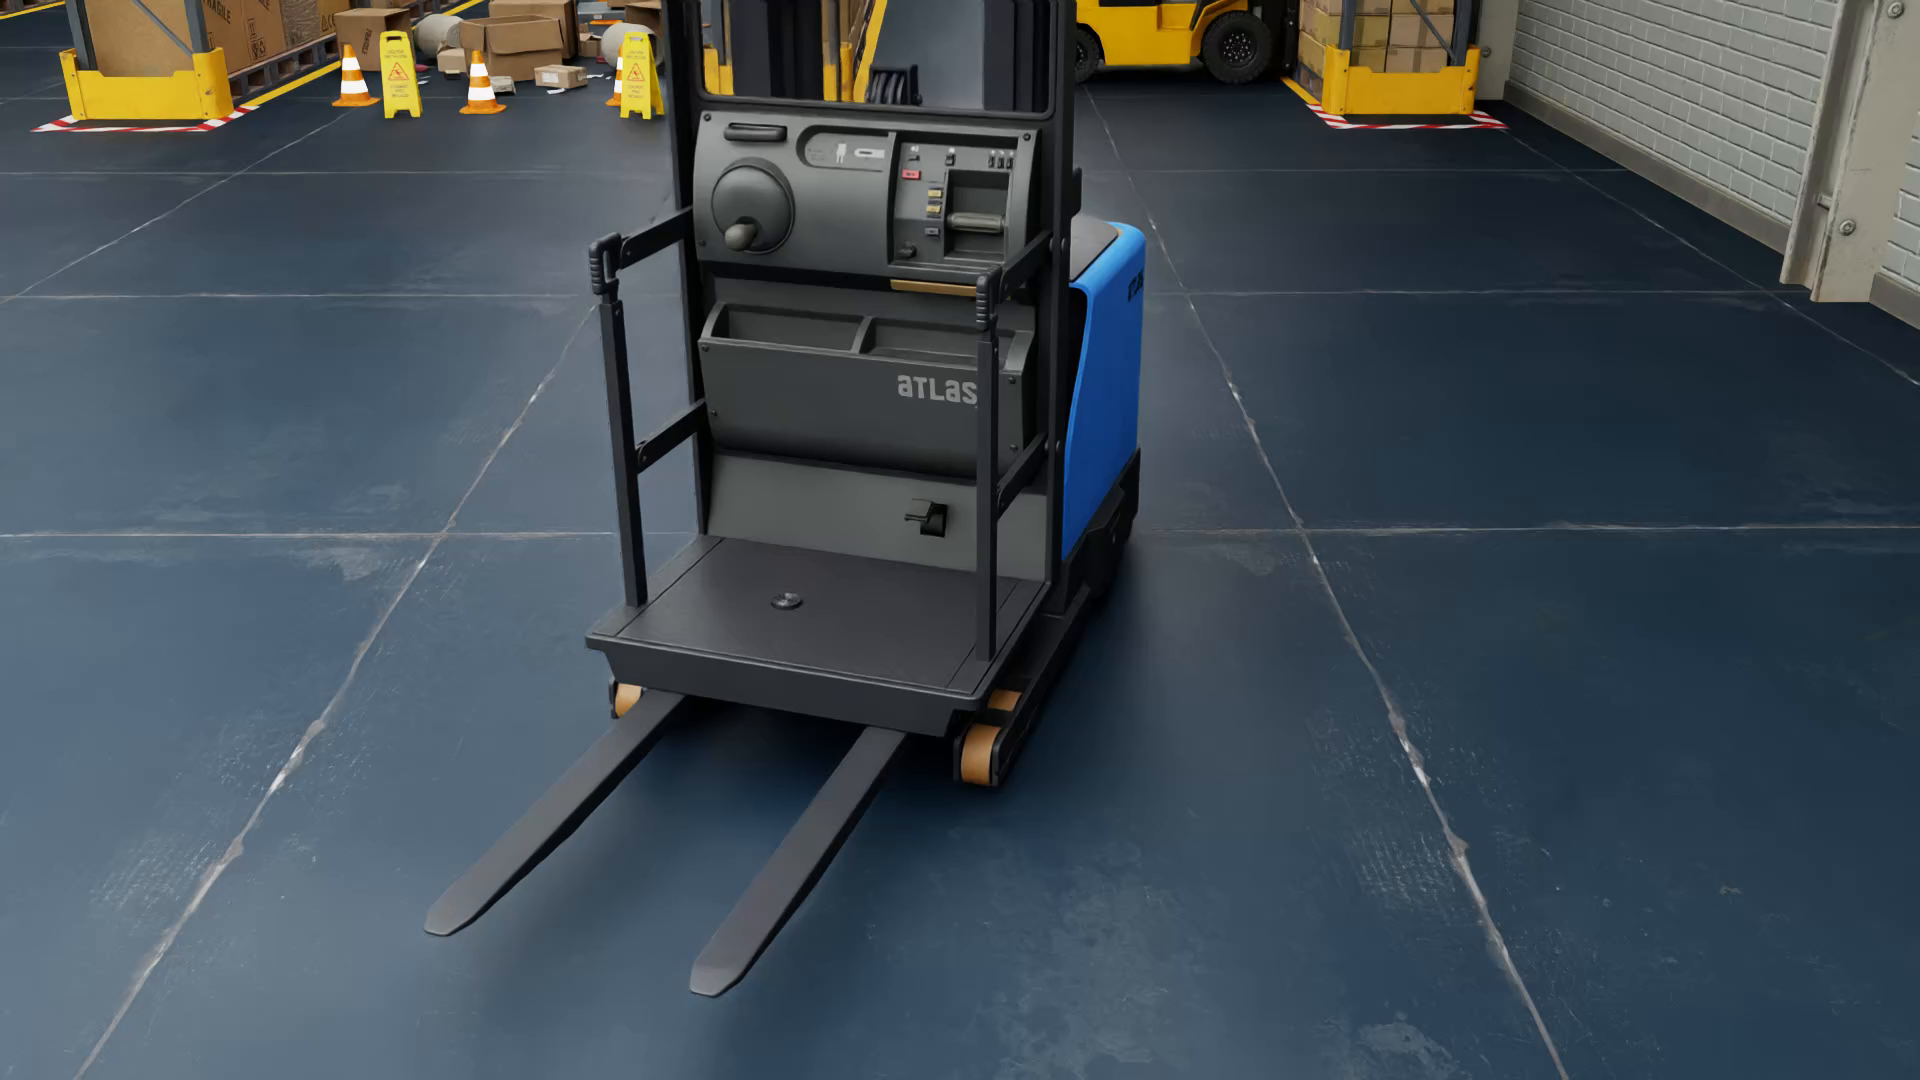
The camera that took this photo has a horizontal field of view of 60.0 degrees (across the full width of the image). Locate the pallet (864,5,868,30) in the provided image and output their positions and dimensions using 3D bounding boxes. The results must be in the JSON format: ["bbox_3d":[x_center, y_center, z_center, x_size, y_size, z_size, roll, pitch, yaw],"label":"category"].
[{"bbox_3d":[-1.500,-5.509,17.675,1.003,0.211,1.213,0,24,-1],"label":"pallet"}]

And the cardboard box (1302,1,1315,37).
[{"bbox_3d":[3.204,-4.407,14.074,0.500,0.250,0.500,0,24,-1],"label":"cardboard box"}]

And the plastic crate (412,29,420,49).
[{"bbox_3d":[-5.127,-5.074,16.672,0.450,0.188,0.662,3,22,31],"label":"plastic crate"}]

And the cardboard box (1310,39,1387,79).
[{"bbox_3d":[3.196,-3.965,13.705,0.500,0.250,0.500,0,24,0],"label":"cardboard box"}]

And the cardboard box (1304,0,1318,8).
[{"bbox_3d":[3.188,-4.627,13.955,0.500,0.250,0.500,0,24,0],"label":"cardboard box"}]

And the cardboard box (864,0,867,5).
[{"bbox_3d":[-1.510,-5.965,17.979,0.950,0.372,0.625,1,24,3],"label":"cardboard box"}]

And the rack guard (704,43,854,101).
[{"bbox_3d":[-1.447,-3.703,13.331,1.175,0.500,0.348,0,24,-1],"label":"rack guard"}]

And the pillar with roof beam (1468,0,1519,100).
[{"bbox_3d":[0.106,-7.840,12.164,9.100,9.000,0.400,0,24,-1],"label":"pillar with roof beam"}]

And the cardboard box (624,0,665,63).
[{"bbox_3d":[-2.839,-4.874,15.916,0.500,0.500,0.500,19,30,35],"label":"cardboard box"}]

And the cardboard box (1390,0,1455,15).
[{"bbox_3d":[3.701,-4.428,13.513,0.500,0.250,0.500,-1,24,-1],"label":"cardboard box"}]

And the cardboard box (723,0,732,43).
[{"bbox_3d":[-1.716,-4.420,13.800,0.500,0.500,0.500,0,24,0],"label":"cardboard box"}]

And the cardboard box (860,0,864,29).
[{"bbox_3d":[-1.215,-5.155,16.335,0.500,0.250,0.500,1,24,2],"label":"cardboard box"}]

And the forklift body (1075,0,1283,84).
[{"bbox_3d":[1.672,-5.221,14.684,2.313,2.155,1.214,0,24,-1],"label":"forklift body"}]

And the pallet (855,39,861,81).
[{"bbox_3d":[-1.431,-4.408,15.240,1.003,0.211,1.213,0,24,-1],"label":"pallet"}]

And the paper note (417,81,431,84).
[{"bbox_3d":[-4.714,-4.030,14.625,0.144,0.017,0.142,8,26,18],"label":"paper note"}]

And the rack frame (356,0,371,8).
[{"bbox_3d":[-6.439,-6.395,16.250,1.000,3.000,0.127,0,24,-1],"label":"rack frame"}]

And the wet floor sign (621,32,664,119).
[{"bbox_3d":[-2.514,-3.655,13.048,0.267,0.644,0.232,8,26,18],"label":"wet floor sign"}]

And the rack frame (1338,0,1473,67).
[{"bbox_3d":[3.517,-4.835,12.800,1.000,3.000,0.127,0,24,-1],"label":"rack frame"}]

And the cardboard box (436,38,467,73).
[{"bbox_3d":[-4.578,-4.449,15.266,0.396,0.266,0.258,4,25,9],"label":"cardboard box"}]

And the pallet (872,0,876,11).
[{"bbox_3d":[-1.527,-6.515,19.898,1.003,0.211,1.213,0,24,-1],"label":"pallet"}]

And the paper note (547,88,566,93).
[{"bbox_3d":[-3.447,-3.839,14.200,0.148,0.019,0.142,-9,26,-19],"label":"paper note"}]

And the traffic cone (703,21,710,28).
[{"bbox_3d":[-2.904,-5.808,18.030,0.336,0.463,0.334,0,24,-1],"label":"traffic cone"}]

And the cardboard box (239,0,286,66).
[{"bbox_3d":[-6.480,-4.612,14.376,0.875,0.875,0.875,-1,24,-1],"label":"cardboard box"}]

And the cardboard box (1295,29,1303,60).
[{"bbox_3d":[3.203,-4.376,14.614,0.500,0.250,0.500,0,24,0],"label":"cardboard box"}]

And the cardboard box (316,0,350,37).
[{"bbox_3d":[-6.502,-5.359,16.027,0.875,0.875,0.875,0,24,0],"label":"cardboard box"}]

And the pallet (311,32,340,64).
[{"bbox_3d":[-6.509,-4.811,16.131,1.003,0.211,1.213,0,24,-1],"label":"pallet"}]

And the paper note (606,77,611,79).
[{"bbox_3d":[-3.145,-4.142,14.895,0.032,0.001,0.123,0,24,-1],"label":"paper note"}]

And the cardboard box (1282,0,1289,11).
[{"bbox_3d":[3.176,-4.826,15.000,0.500,0.250,0.500,0,24,-1],"label":"cardboard box"}]

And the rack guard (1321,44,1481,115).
[{"bbox_3d":[3.517,-3.686,13.293,1.175,0.500,0.348,0,24,-1],"label":"rack guard"}]

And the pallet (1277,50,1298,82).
[{"bbox_3d":[3.456,-4.381,15.179,1.003,0.211,1.213,0,24,-1],"label":"pallet"}]

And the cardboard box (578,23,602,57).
[{"bbox_3d":[-3.627,-4.868,16.191,0.258,0.266,0.396,-19,31,-36],"label":"cardboard box"}]

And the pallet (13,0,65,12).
[{"bbox_3d":[-11.436,-6.470,19.800,1.003,0.211,1.213,0,24,-1],"label":"pallet"}]

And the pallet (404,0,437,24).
[{"bbox_3d":[-6.539,-5.946,18.641,1.003,0.211,1.213,0,24,-1],"label":"pallet"}]

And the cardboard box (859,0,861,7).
[{"bbox_3d":[-1.208,-5.287,15.717,0.500,0.500,0.500,0,24,0],"label":"cardboard box"}]

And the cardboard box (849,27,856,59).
[{"bbox_3d":[-1.177,-4.293,14.430,0.500,0.250,0.500,1,24,1],"label":"cardboard box"}]

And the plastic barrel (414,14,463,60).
[{"bbox_3d":[-4.893,-4.761,15.762,0.512,0.421,0.421,19,30,35],"label":"plastic barrel"}]

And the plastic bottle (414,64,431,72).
[{"bbox_3d":[-4.996,-4.321,15.229,0.283,0.061,0.133,-9,26,-19],"label":"plastic bottle"}]

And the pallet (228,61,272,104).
[{"bbox_3d":[-6.482,-3.805,13.908,1.003,0.211,1.213,0,24,-1],"label":"pallet"}]

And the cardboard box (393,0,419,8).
[{"bbox_3d":[-6.542,-6.214,18.071,1.050,0.750,0.750,0,24,-1],"label":"cardboard box"}]

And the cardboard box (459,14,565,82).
[{"bbox_3d":[-3.997,-4.386,14.836,0.797,0.503,0.637,-19,31,-36],"label":"cardboard box"}]

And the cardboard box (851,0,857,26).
[{"bbox_3d":[-1.187,-4.857,14.765,0.500,0.500,0.500,0,24,0],"label":"cardboard box"}]

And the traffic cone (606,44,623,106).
[{"bbox_3d":[-2.741,-3.826,13.649,0.336,0.463,0.334,0,24,-1],"label":"traffic cone"}]

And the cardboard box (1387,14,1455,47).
[{"bbox_3d":[3.719,-4.196,13.607,0.500,0.250,0.500,0,24,0],"label":"cardboard box"}]

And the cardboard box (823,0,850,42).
[{"bbox_3d":[-1.180,-4.434,13.832,0.500,0.500,0.500,-1,24,-2],"label":"cardboard box"}]

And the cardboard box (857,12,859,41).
[{"bbox_3d":[-1.198,-4.726,15.387,0.500,0.250,0.500,0,24,0],"label":"cardboard box"}]

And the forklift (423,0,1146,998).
[{"bbox_3d":[-0.322,-0.878,4.135,1.130,2.935,3.031,8,25,16],"label":"forklift"}]

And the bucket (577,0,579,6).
[{"bbox_3d":[-4.132,-5.550,16.510,0.726,0.611,0.620,8,16,18],"label":"bucket"}]
